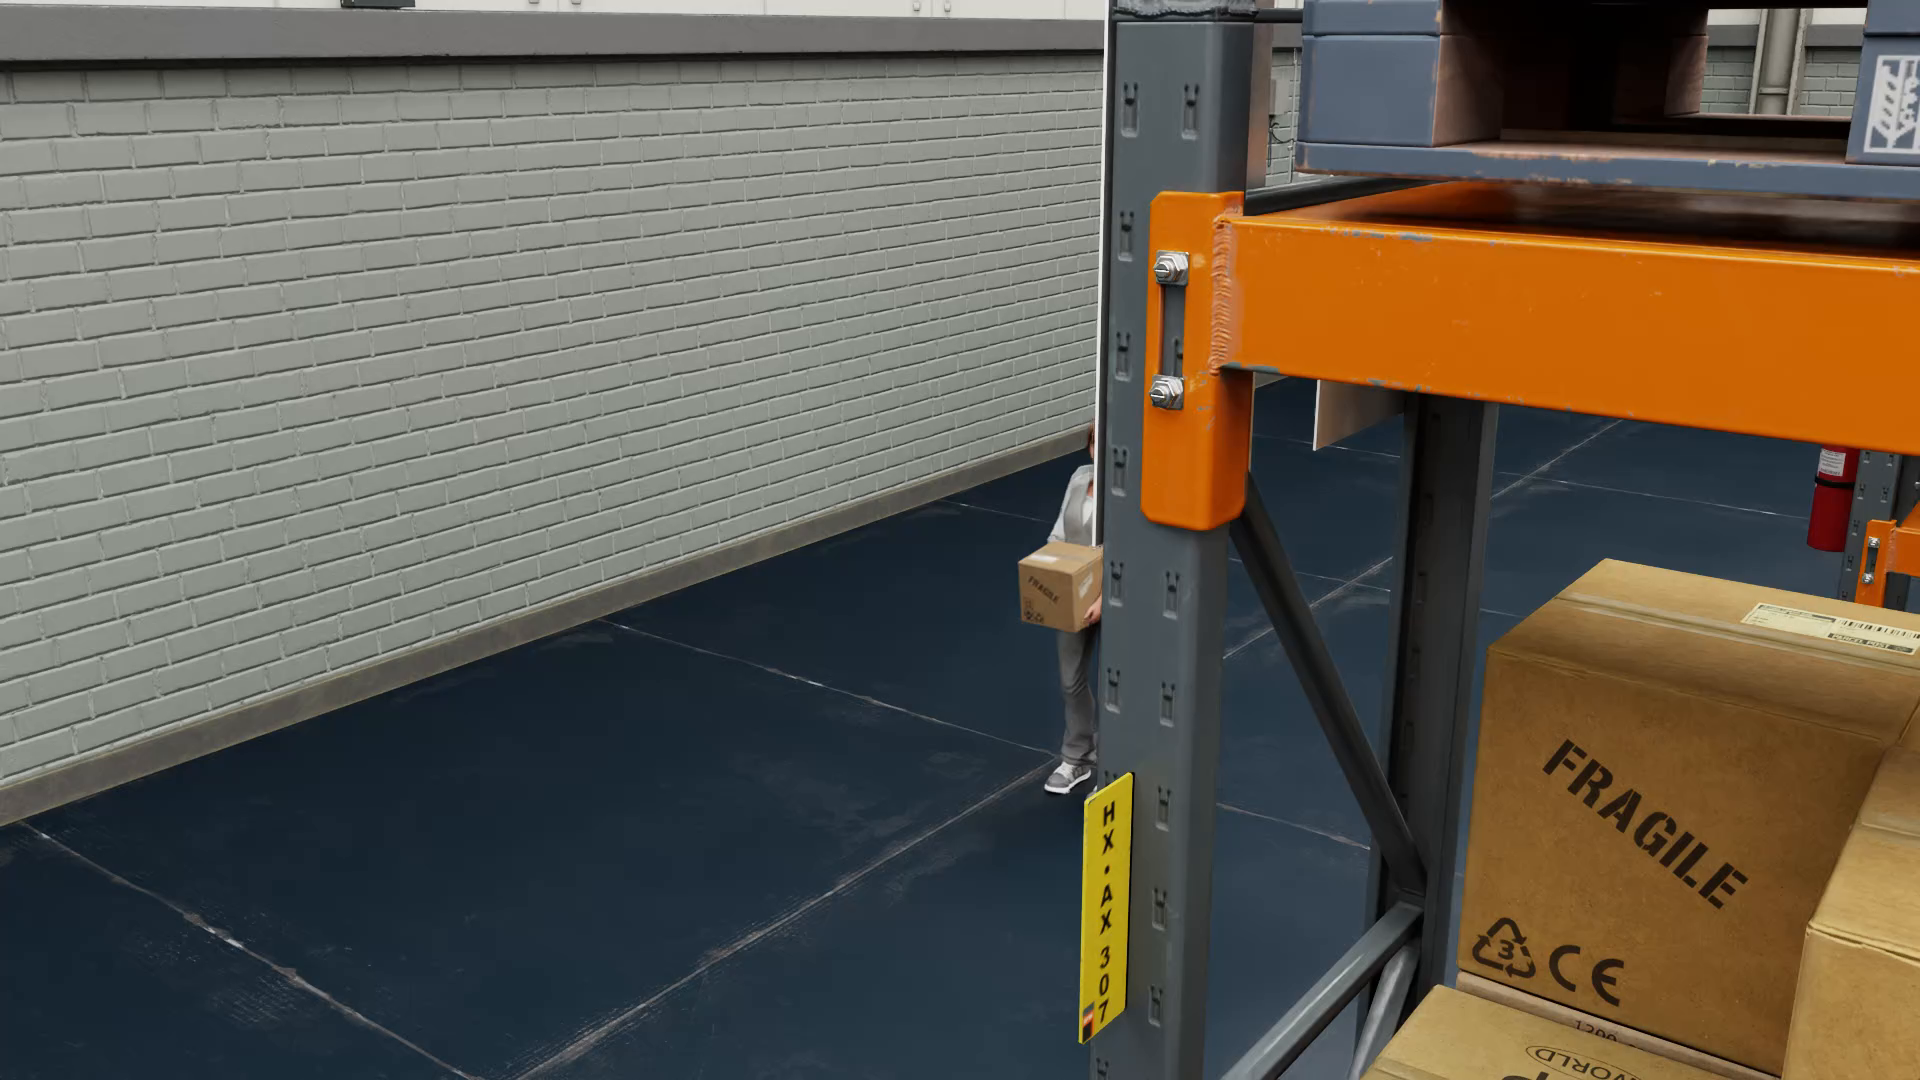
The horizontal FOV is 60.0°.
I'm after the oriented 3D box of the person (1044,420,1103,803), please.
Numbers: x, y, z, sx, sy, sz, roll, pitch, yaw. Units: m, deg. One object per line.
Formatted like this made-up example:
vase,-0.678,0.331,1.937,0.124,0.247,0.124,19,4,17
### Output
person,0.513,0.289,6.598,0.425,1.596,0.489,12,21,35
